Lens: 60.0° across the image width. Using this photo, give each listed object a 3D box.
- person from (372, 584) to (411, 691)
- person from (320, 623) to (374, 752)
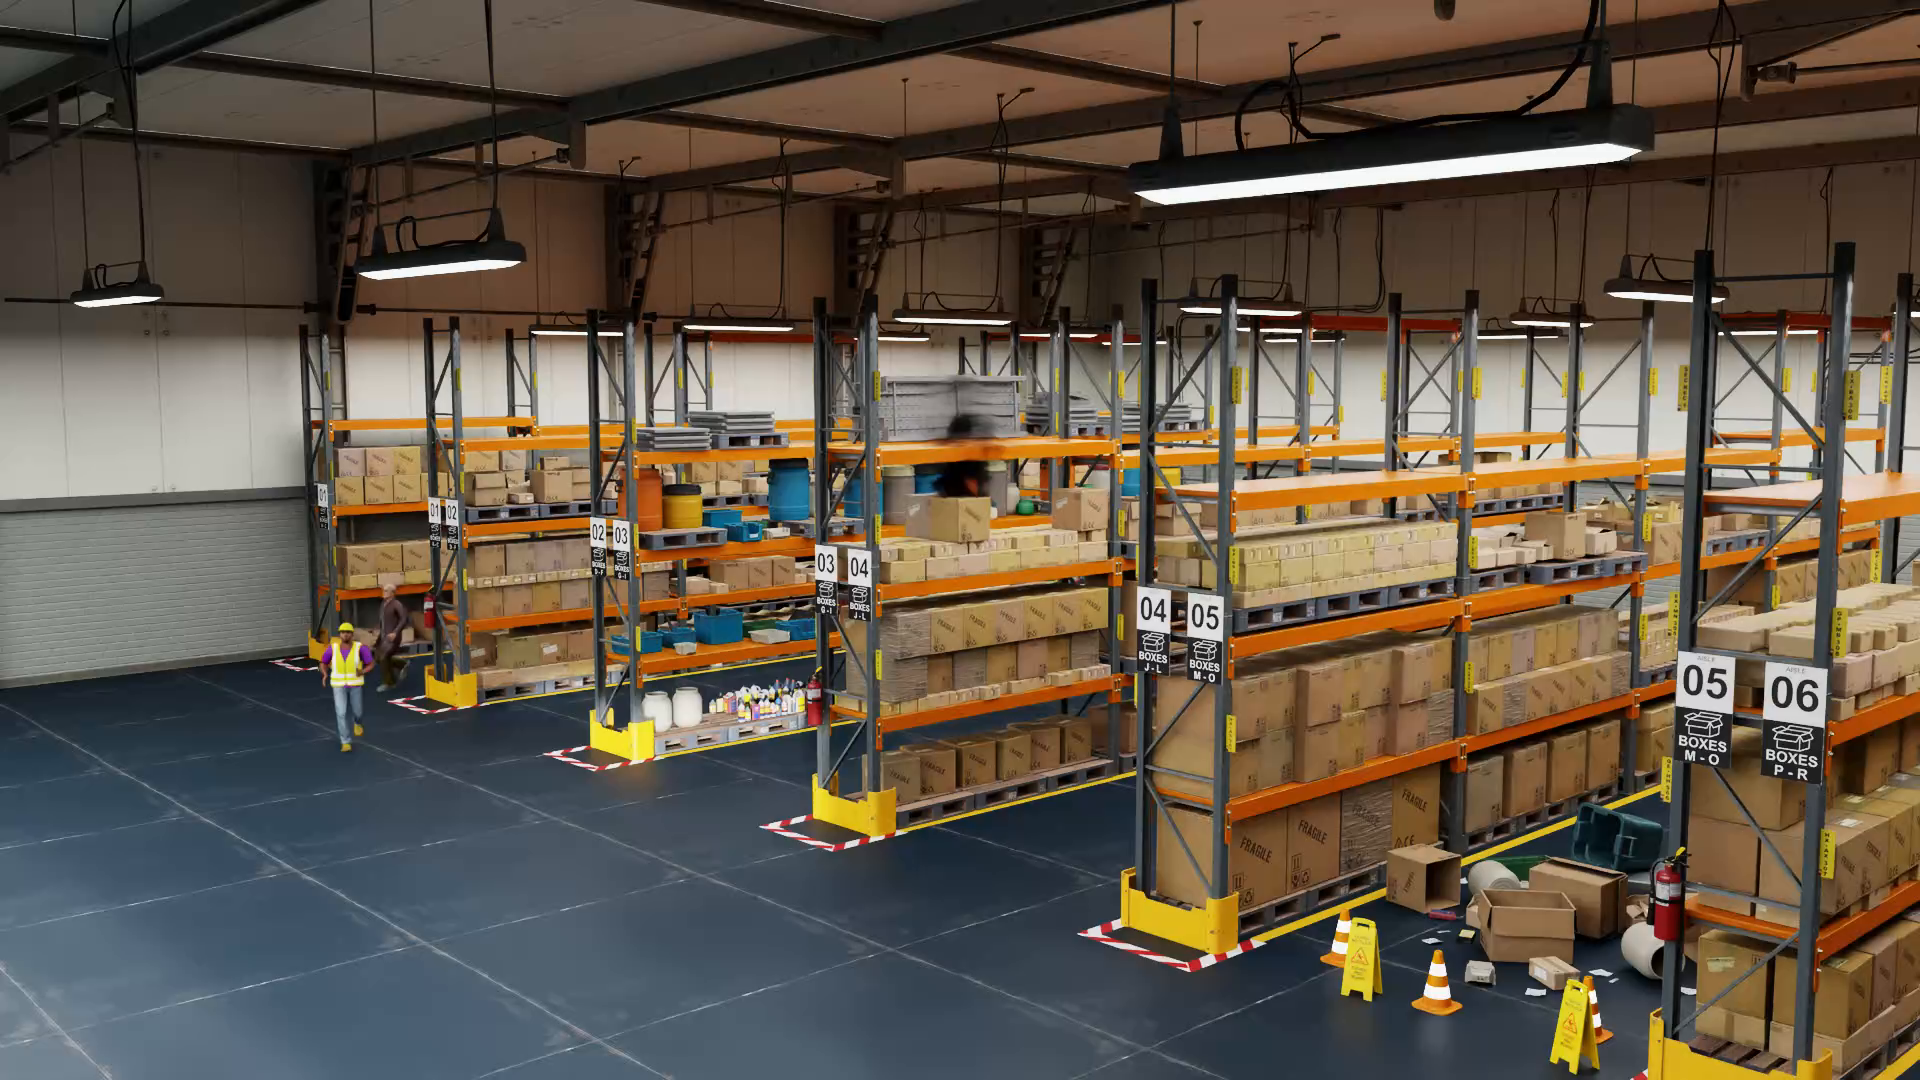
[{"bbox_3d":[-9.248,1.579,27.136,0.739,1.743,0.634,5,8,43],"label":"person"},{"bbox_3d":[-8.416,1.998,22.844,0.714,1.738,0.838,-2,6,-16],"label":"person"}]
